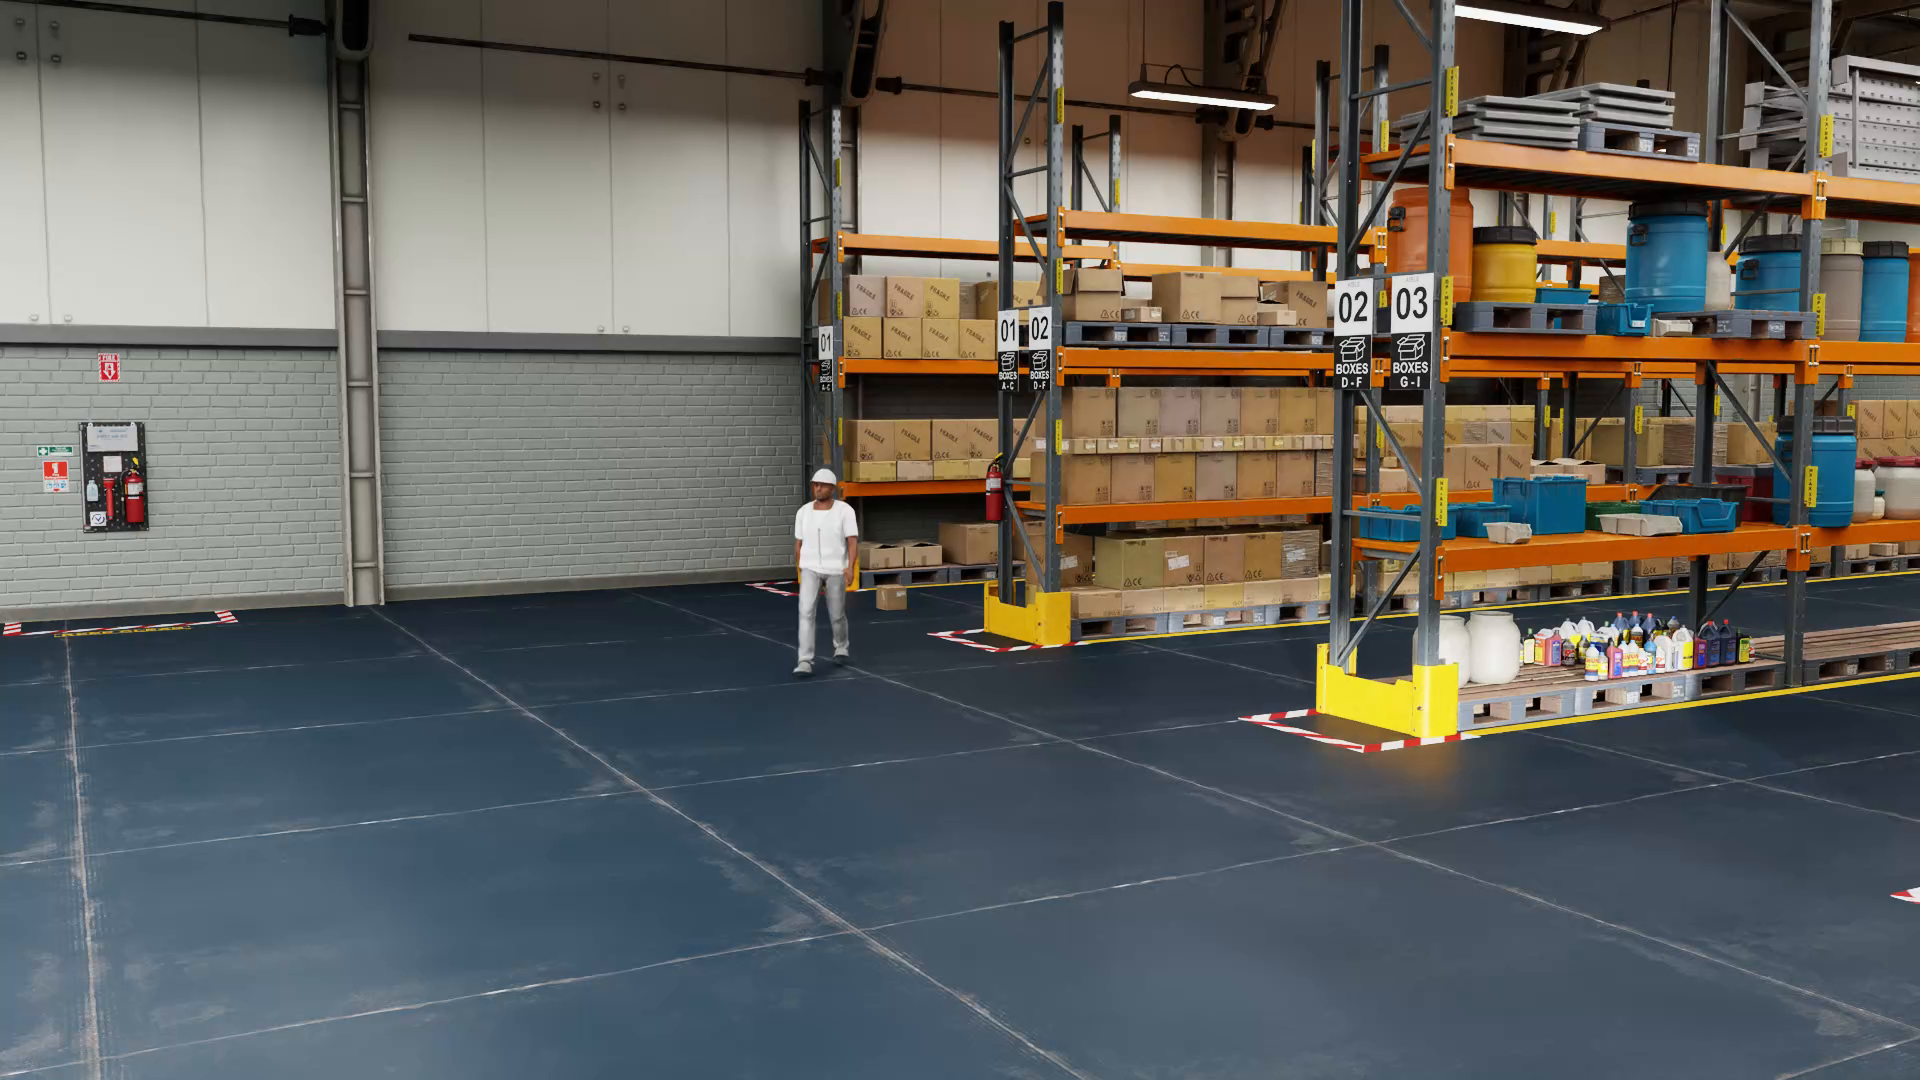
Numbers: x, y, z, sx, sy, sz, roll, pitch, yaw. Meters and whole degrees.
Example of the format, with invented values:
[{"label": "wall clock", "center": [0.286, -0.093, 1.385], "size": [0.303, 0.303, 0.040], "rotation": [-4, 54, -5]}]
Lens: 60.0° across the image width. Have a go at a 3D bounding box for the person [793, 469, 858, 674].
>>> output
[{"label": "person", "center": [-1.157, 0.258, 14.219], "size": [0.577, 1.728, 1.002], "rotation": [1, 5, 7]}]
